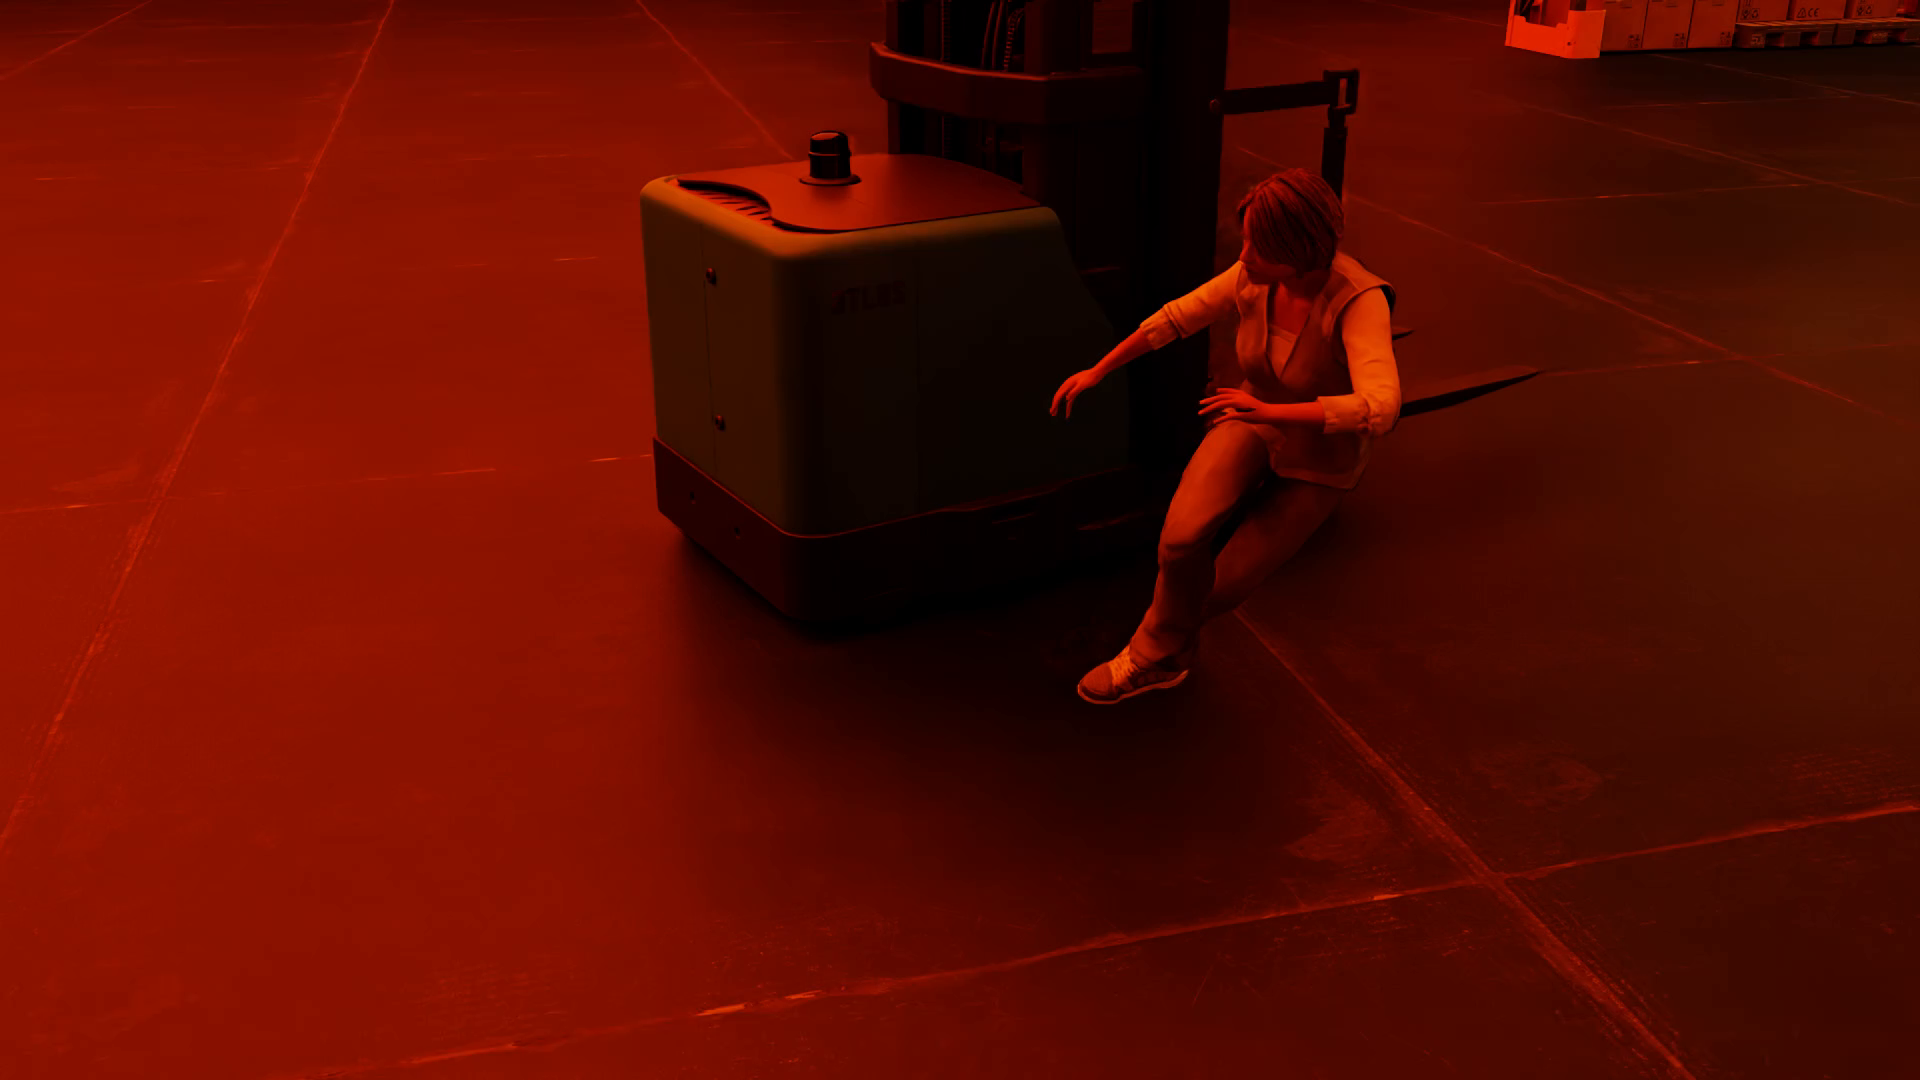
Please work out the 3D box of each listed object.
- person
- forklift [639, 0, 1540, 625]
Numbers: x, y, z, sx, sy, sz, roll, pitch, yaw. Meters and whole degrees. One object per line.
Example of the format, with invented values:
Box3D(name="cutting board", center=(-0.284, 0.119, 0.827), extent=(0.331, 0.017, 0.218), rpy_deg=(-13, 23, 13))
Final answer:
Box3D(name="person", center=(0.575, -0.143, 3.662), extent=(0.837, 1.369, 0.807), rpy_deg=(13, 26, 27))
Box3D(name="forklift", center=(0.595, -1.540, 4.929), extent=(3.031, 2.935, 1.130), rpy_deg=(-14, 27, -29))
